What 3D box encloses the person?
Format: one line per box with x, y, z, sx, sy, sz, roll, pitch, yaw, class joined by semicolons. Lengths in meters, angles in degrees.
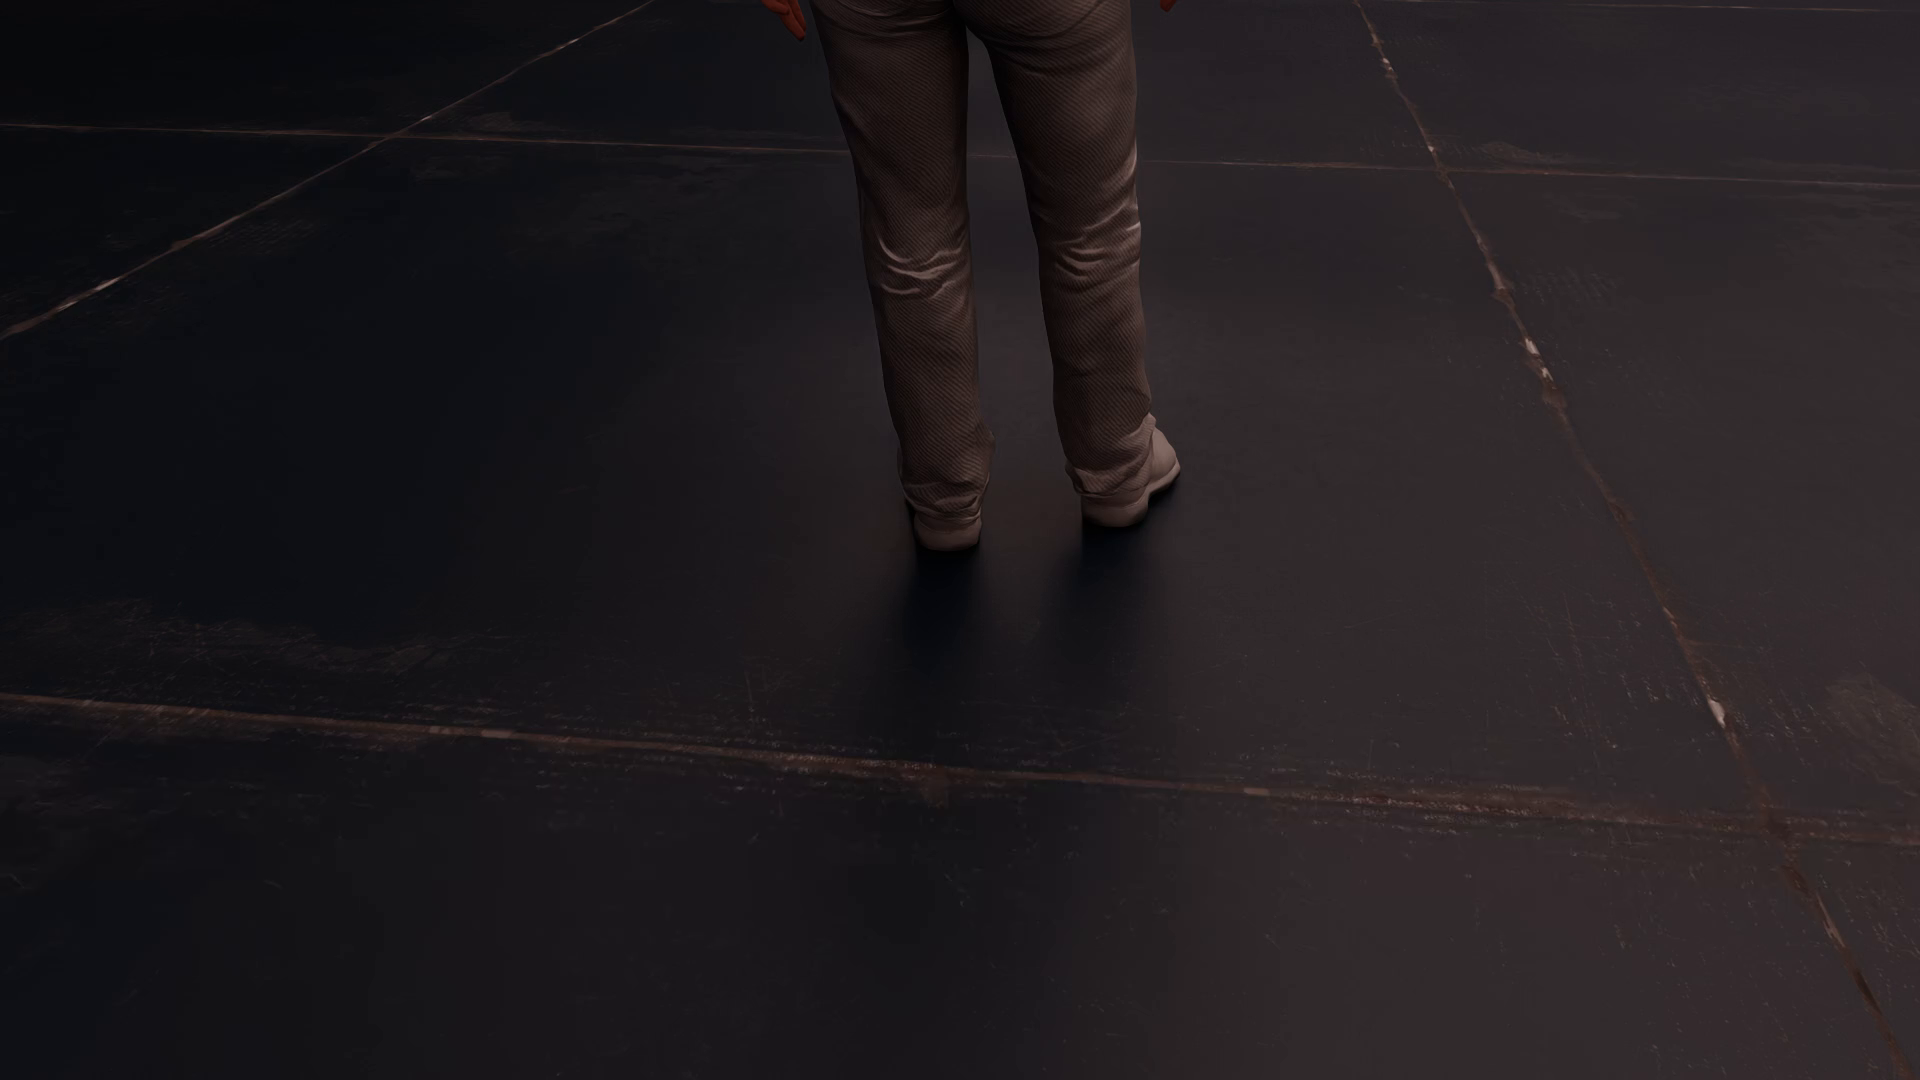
0.017;-0.827;2.154;0.632;1.773;0.568;3;27;7;person
